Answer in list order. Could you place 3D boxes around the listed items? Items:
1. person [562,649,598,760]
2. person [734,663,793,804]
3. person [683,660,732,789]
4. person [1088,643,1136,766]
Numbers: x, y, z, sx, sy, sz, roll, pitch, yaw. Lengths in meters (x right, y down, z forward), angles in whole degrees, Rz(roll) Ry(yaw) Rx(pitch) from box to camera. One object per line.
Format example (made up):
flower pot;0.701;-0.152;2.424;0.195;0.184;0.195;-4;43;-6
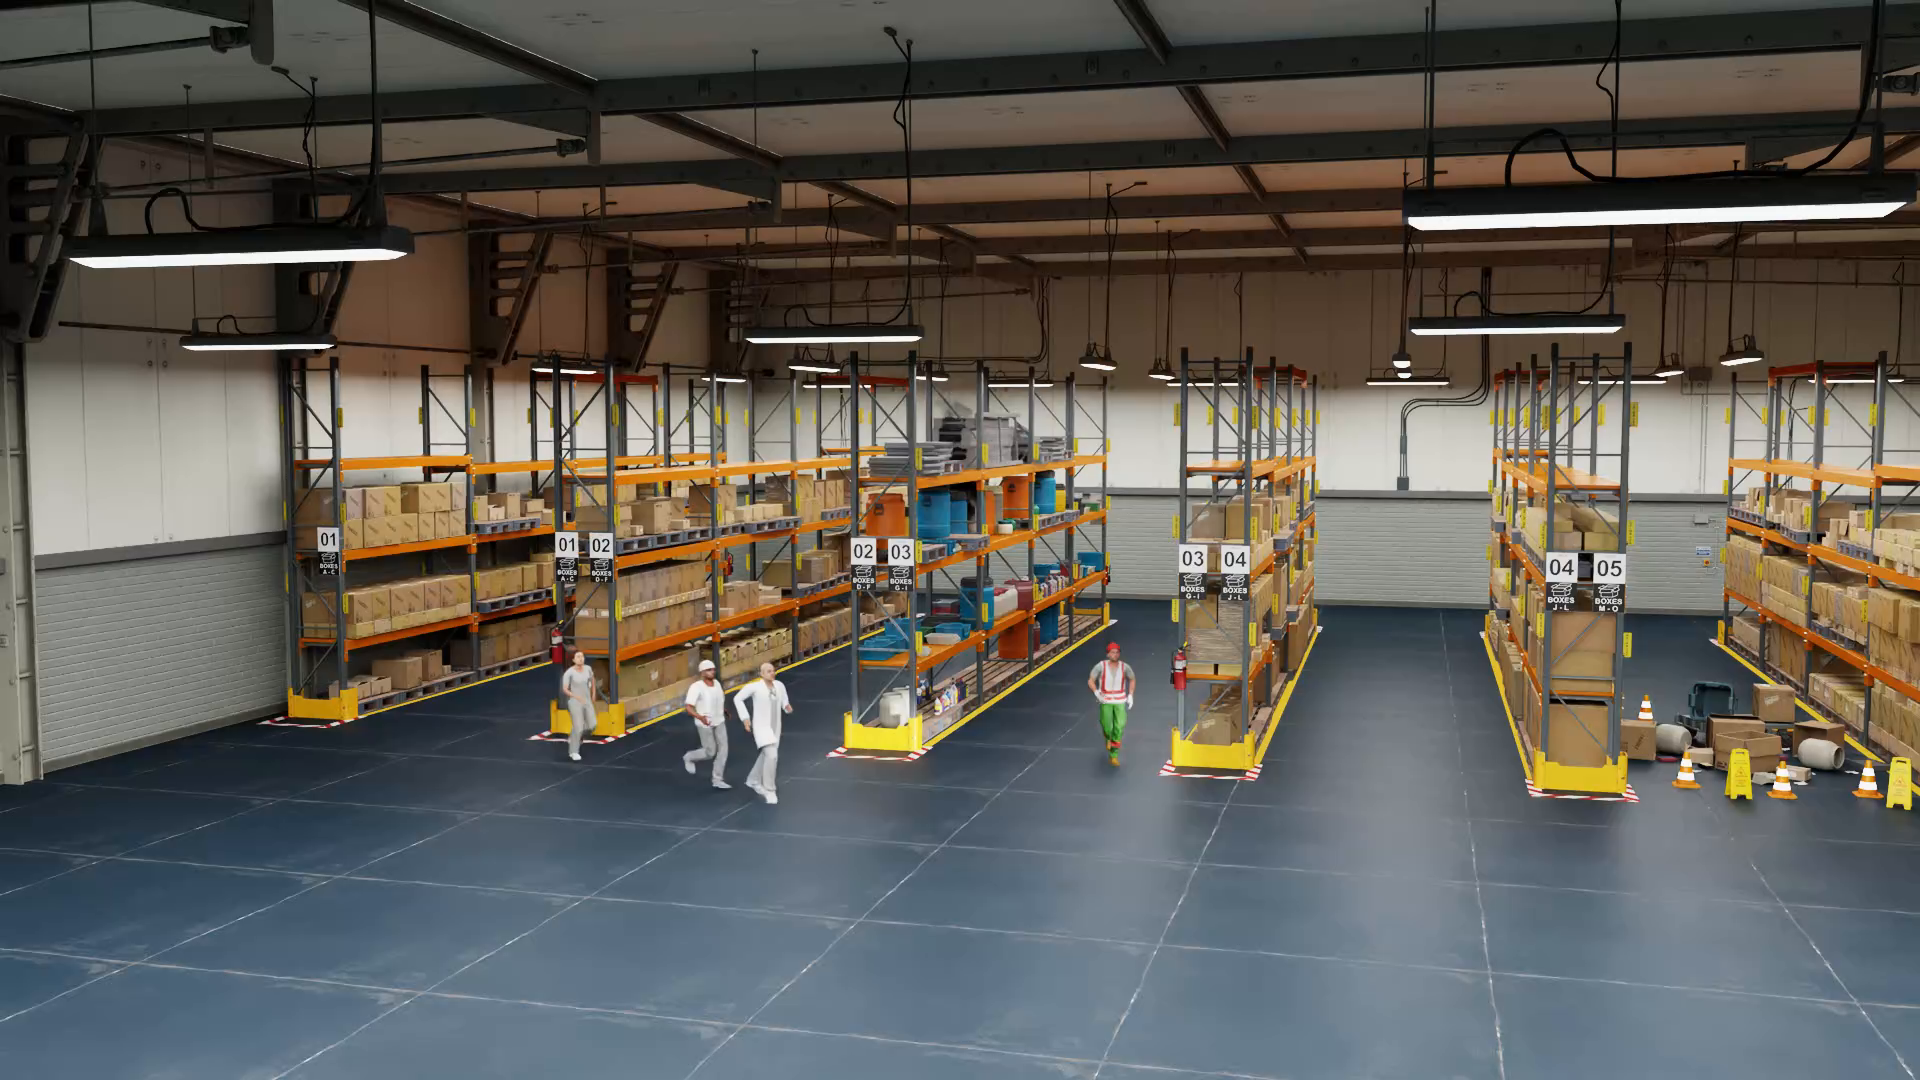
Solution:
person;-5.554;2.410;24.382;0.598;1.623;0.622;-4;6;-42
person;-2.540;2.525;21.843;0.848;1.846;0.689;4;6;41
person;-3.403;2.489;22.594;0.815;1.727;0.712;3;5;40
person;2.214;2.343;24.152;0.697;1.713;0.608;0;4;1
